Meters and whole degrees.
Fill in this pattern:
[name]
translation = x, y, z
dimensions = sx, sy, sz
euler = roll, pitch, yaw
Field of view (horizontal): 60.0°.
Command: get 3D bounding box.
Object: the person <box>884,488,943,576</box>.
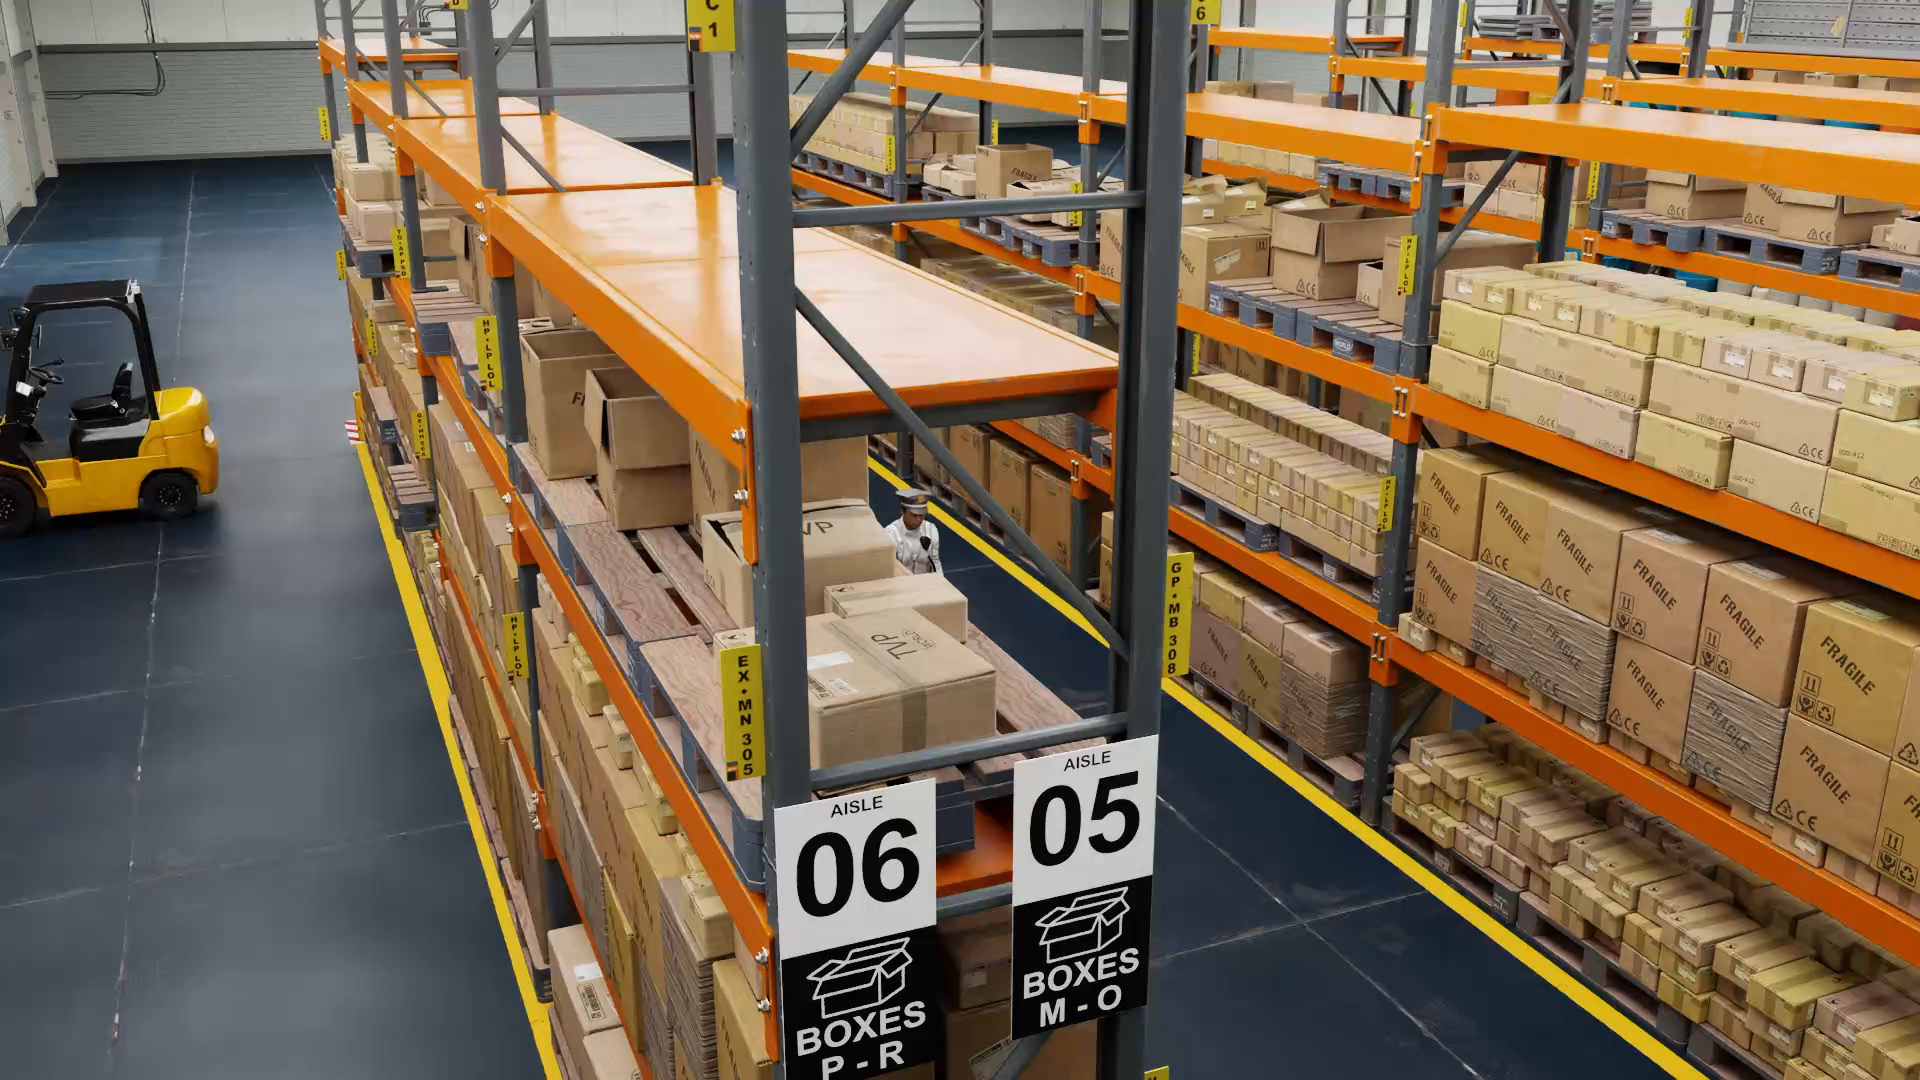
[person]
translation = -0.353, 0.430, 11.573
dimensions = 0.532, 1.663, 0.378
euler = -8, 21, -22
